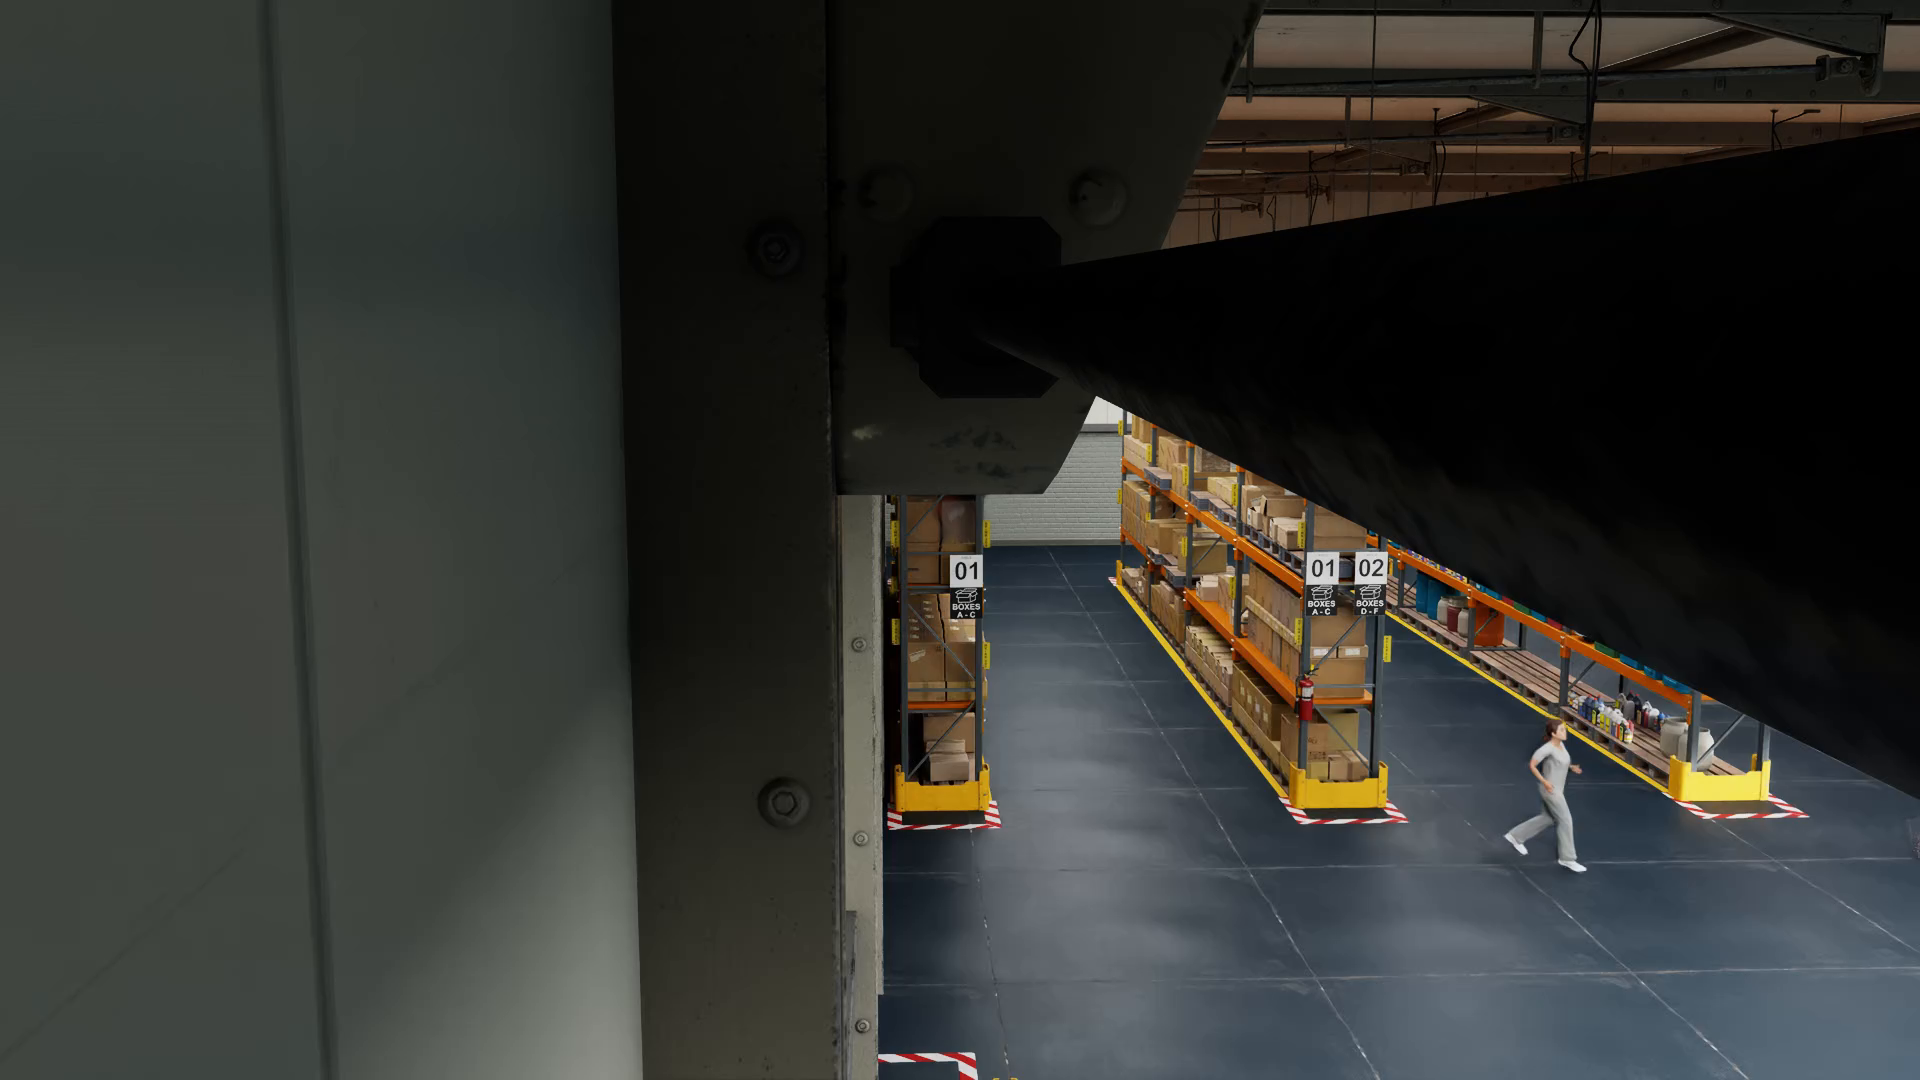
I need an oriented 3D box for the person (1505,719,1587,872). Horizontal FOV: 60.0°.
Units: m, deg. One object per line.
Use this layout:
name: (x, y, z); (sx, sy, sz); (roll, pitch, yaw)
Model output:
person: (6.547, 2.797, 18.484); (0.894, 1.682, 0.557); (5, 10, 30)
